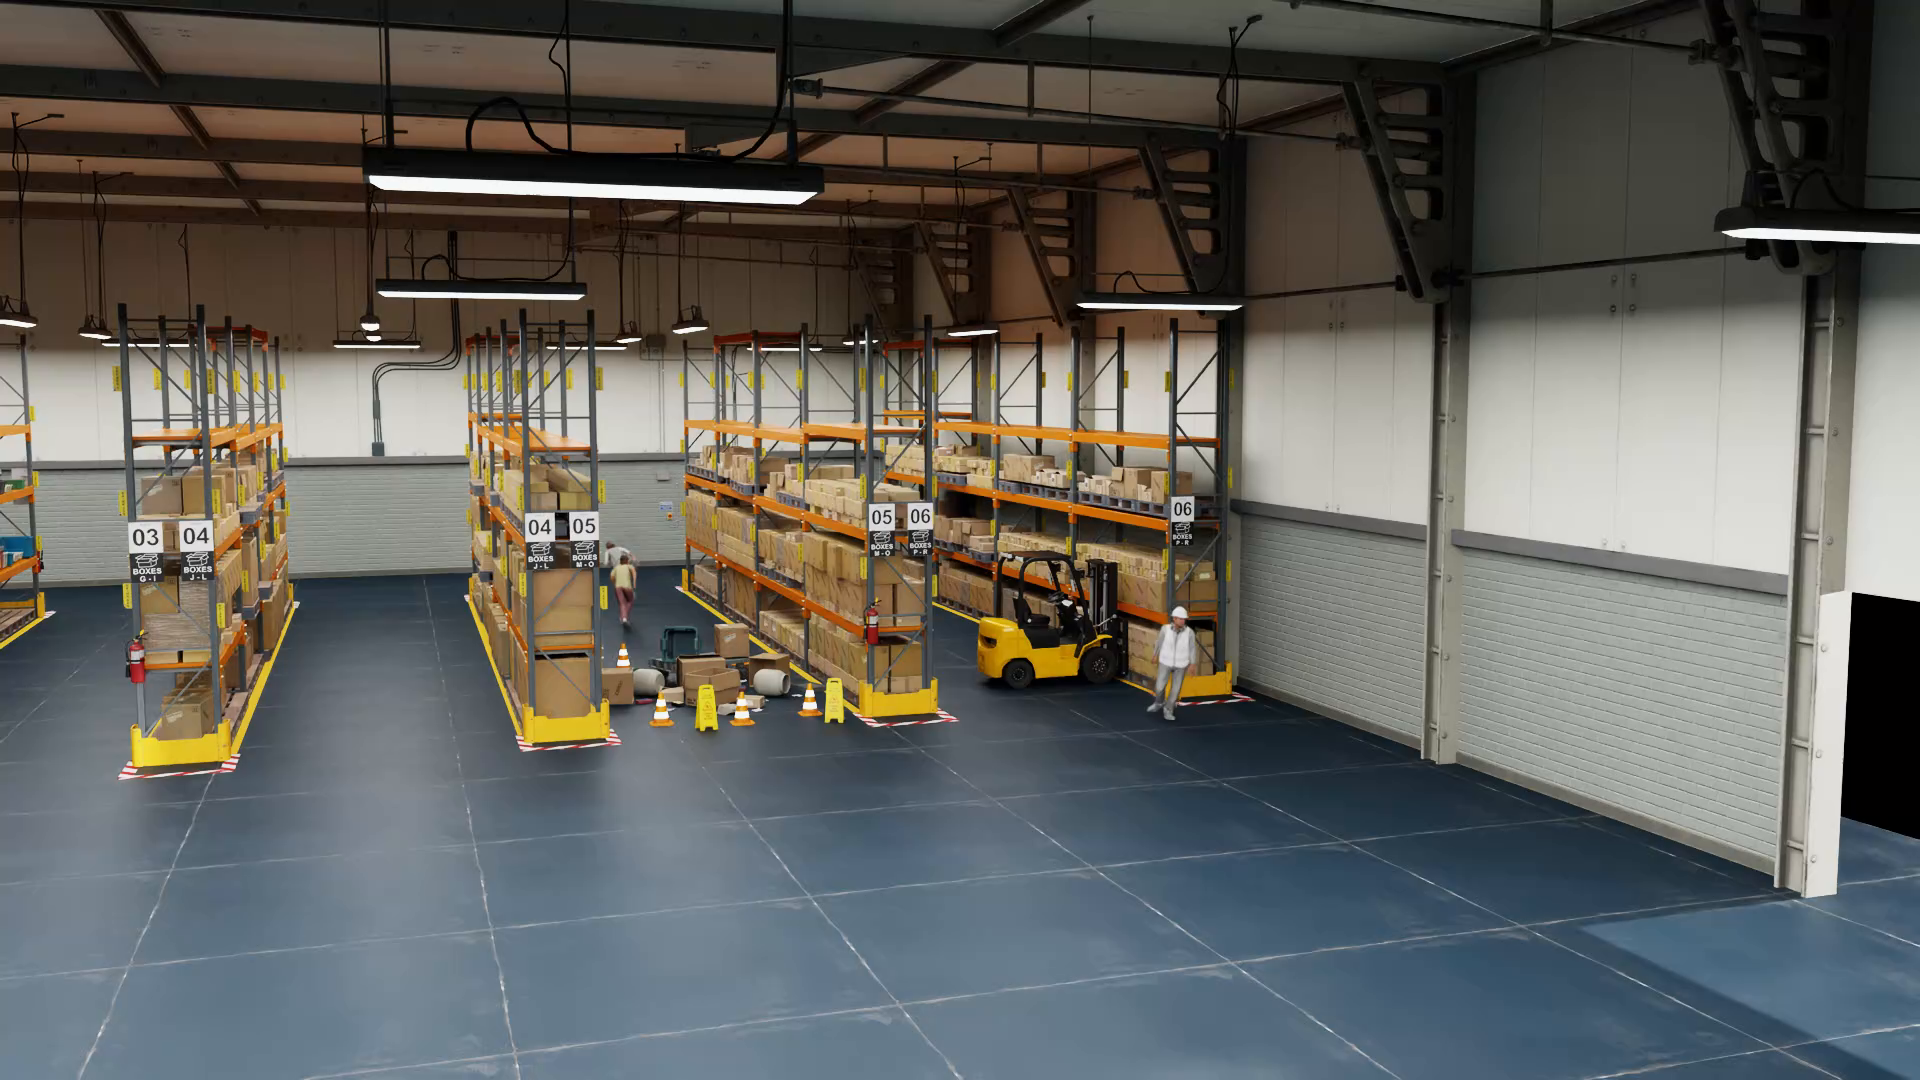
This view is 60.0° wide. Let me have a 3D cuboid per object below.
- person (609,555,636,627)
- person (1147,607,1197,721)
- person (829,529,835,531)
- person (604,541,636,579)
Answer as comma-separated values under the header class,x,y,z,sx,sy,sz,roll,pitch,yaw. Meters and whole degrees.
class,x,y,z,sx,sy,sz,roll,pitch,yaw
person,-6.892,1.077,33.926,0.564,1.466,1.097,0,5,-5
person,3.131,1.821,24.556,0.706,1.727,0.624,0,5,3
person,-2.783,0.478,36.813,0.684,1.572,1.164,0,5,-5
person,-7.848,0.704,38.176,0.564,1.338,0.928,-4,7,-34
